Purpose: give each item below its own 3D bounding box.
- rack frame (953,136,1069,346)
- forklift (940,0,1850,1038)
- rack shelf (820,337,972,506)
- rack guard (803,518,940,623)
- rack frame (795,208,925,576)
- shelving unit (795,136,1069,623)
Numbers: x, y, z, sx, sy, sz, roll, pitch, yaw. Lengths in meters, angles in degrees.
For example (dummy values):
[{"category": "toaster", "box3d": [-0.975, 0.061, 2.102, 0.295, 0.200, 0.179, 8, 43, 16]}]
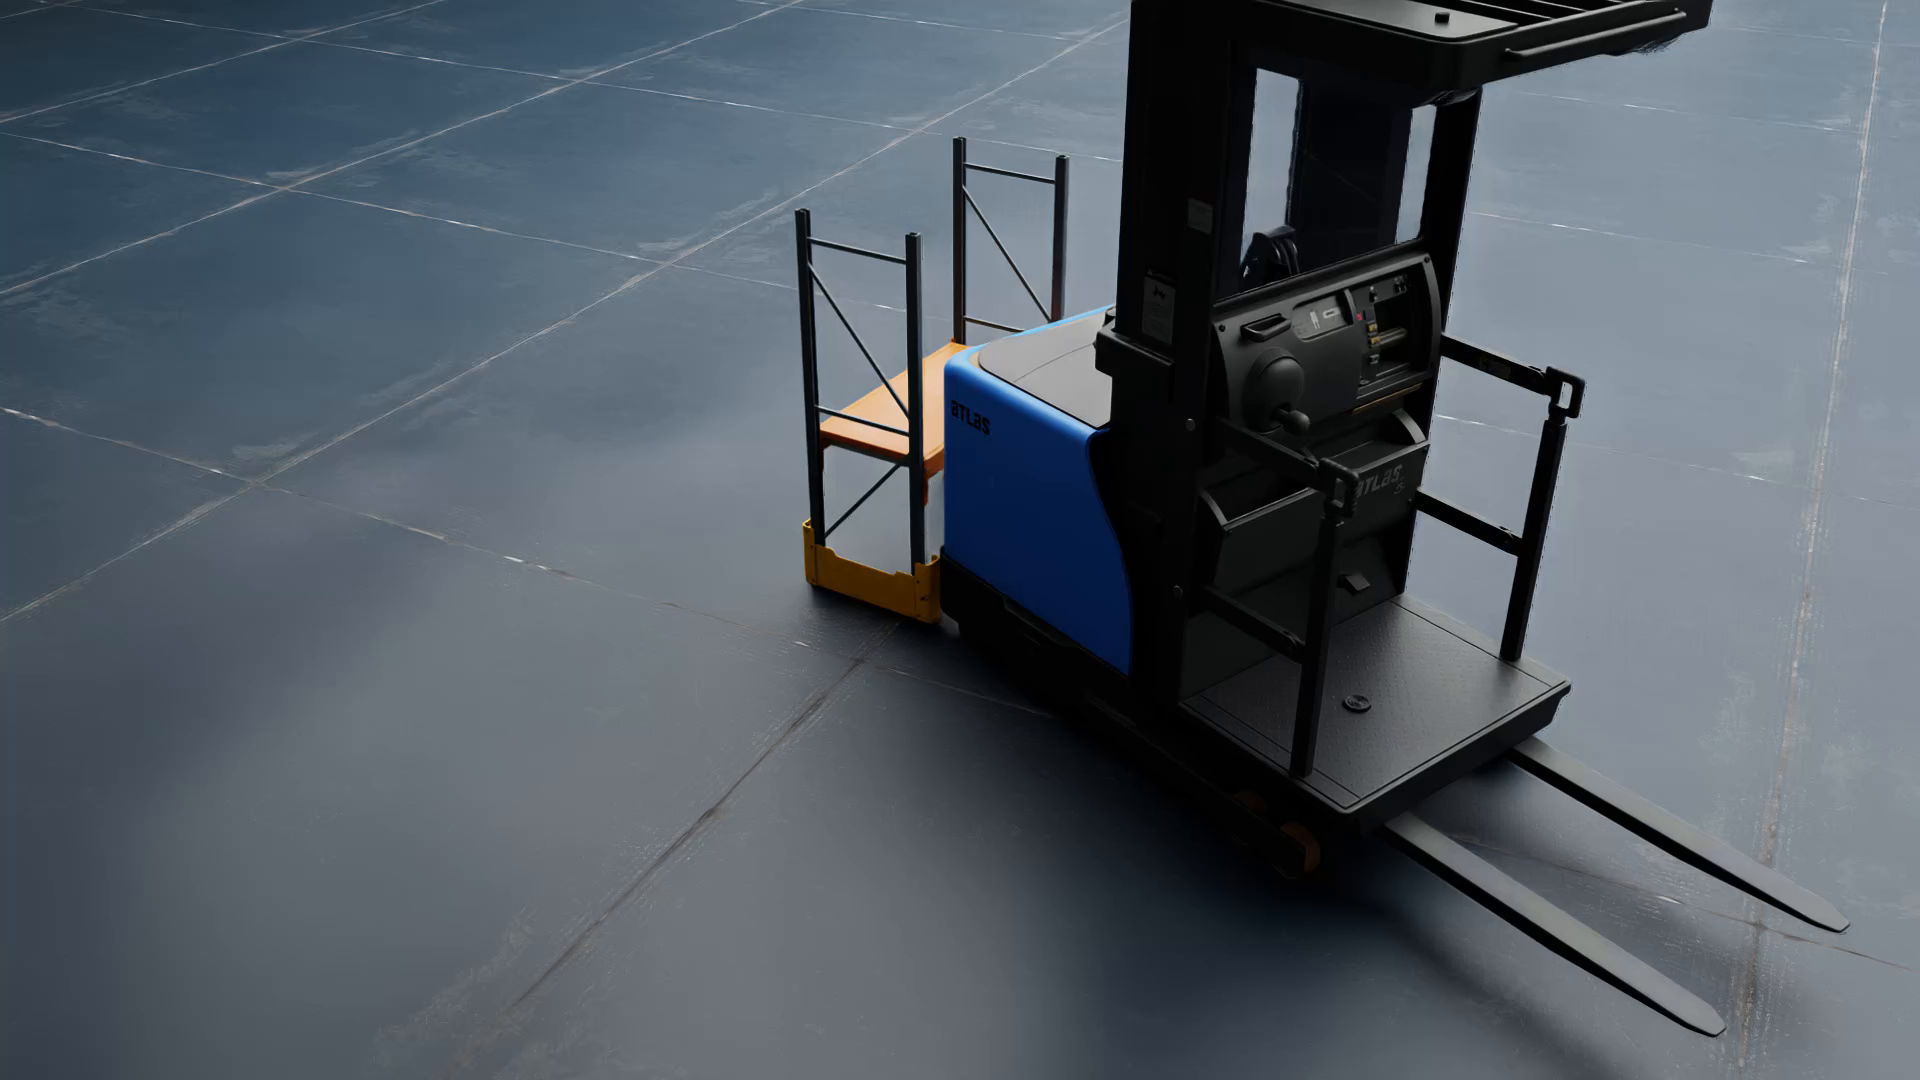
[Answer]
[{"category": "rack frame", "box3d": [0.192, -0.852, 6.728, 0.500, 1.500, 0.032, 17, 34, 27]}, {"category": "forklift", "box3d": [1.223, -0.537, 4.743, 1.130, 2.935, 3.031, -21, 36, -32]}, {"category": "rack shelf", "box3d": [-0.078, -0.482, 6.444, 0.538, 0.185, 1.000, 17, 34, 27]}, {"category": "rack guard", "box3d": [-0.338, 0.110, 6.307, 0.587, 0.250, 0.087, 17, 34, 27]}, {"category": "rack frame", "box3d": [-0.348, -0.423, 5.981, 0.500, 1.500, 0.032, 17, 34, 27]}, {"category": "shelving unit", "box3d": [-0.073, -0.642, 6.361, 0.587, 1.500, 1.083, 17, 34, 27]}]
